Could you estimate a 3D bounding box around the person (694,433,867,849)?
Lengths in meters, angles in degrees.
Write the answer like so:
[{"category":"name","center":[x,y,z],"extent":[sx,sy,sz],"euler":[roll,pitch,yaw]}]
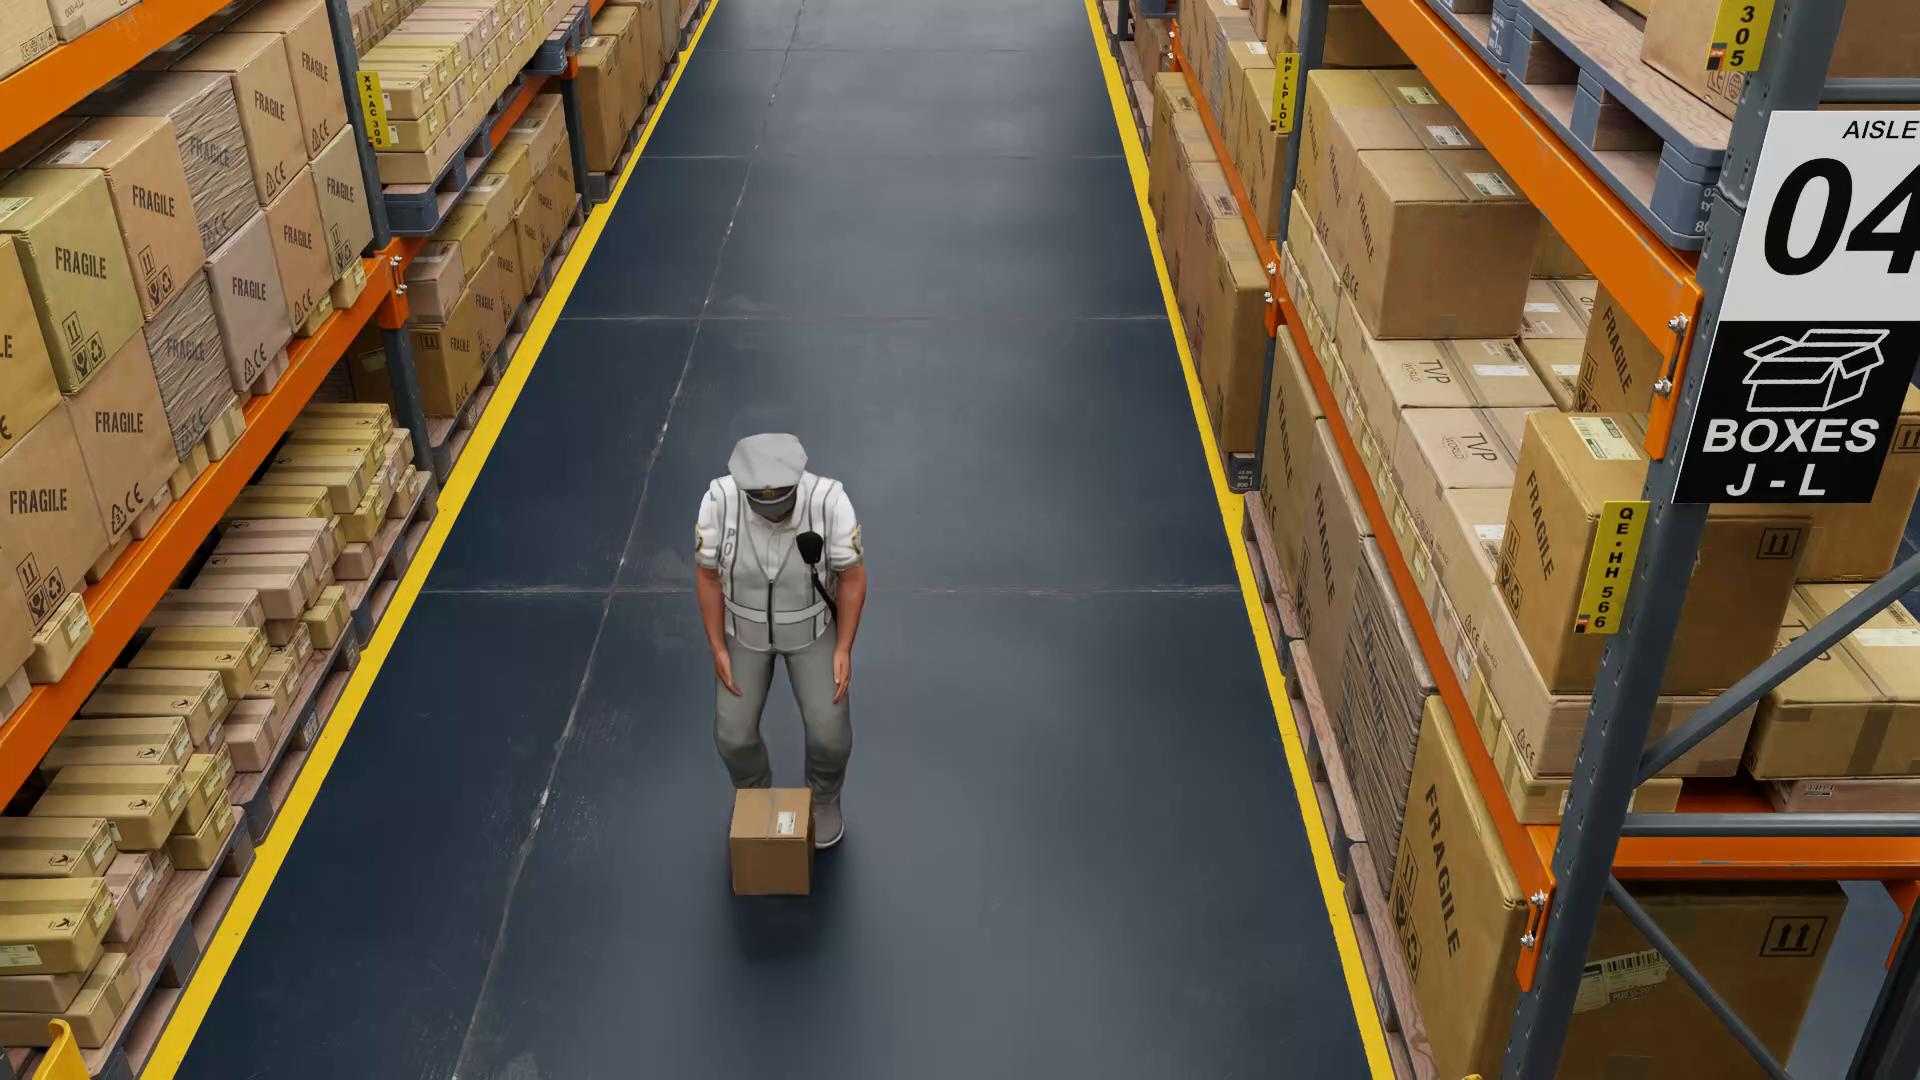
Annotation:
[{"category":"person","center":[-0.597,0.332,5.694],"extent":[0.571,1.650,0.585],"euler":[1,31,1]}]
